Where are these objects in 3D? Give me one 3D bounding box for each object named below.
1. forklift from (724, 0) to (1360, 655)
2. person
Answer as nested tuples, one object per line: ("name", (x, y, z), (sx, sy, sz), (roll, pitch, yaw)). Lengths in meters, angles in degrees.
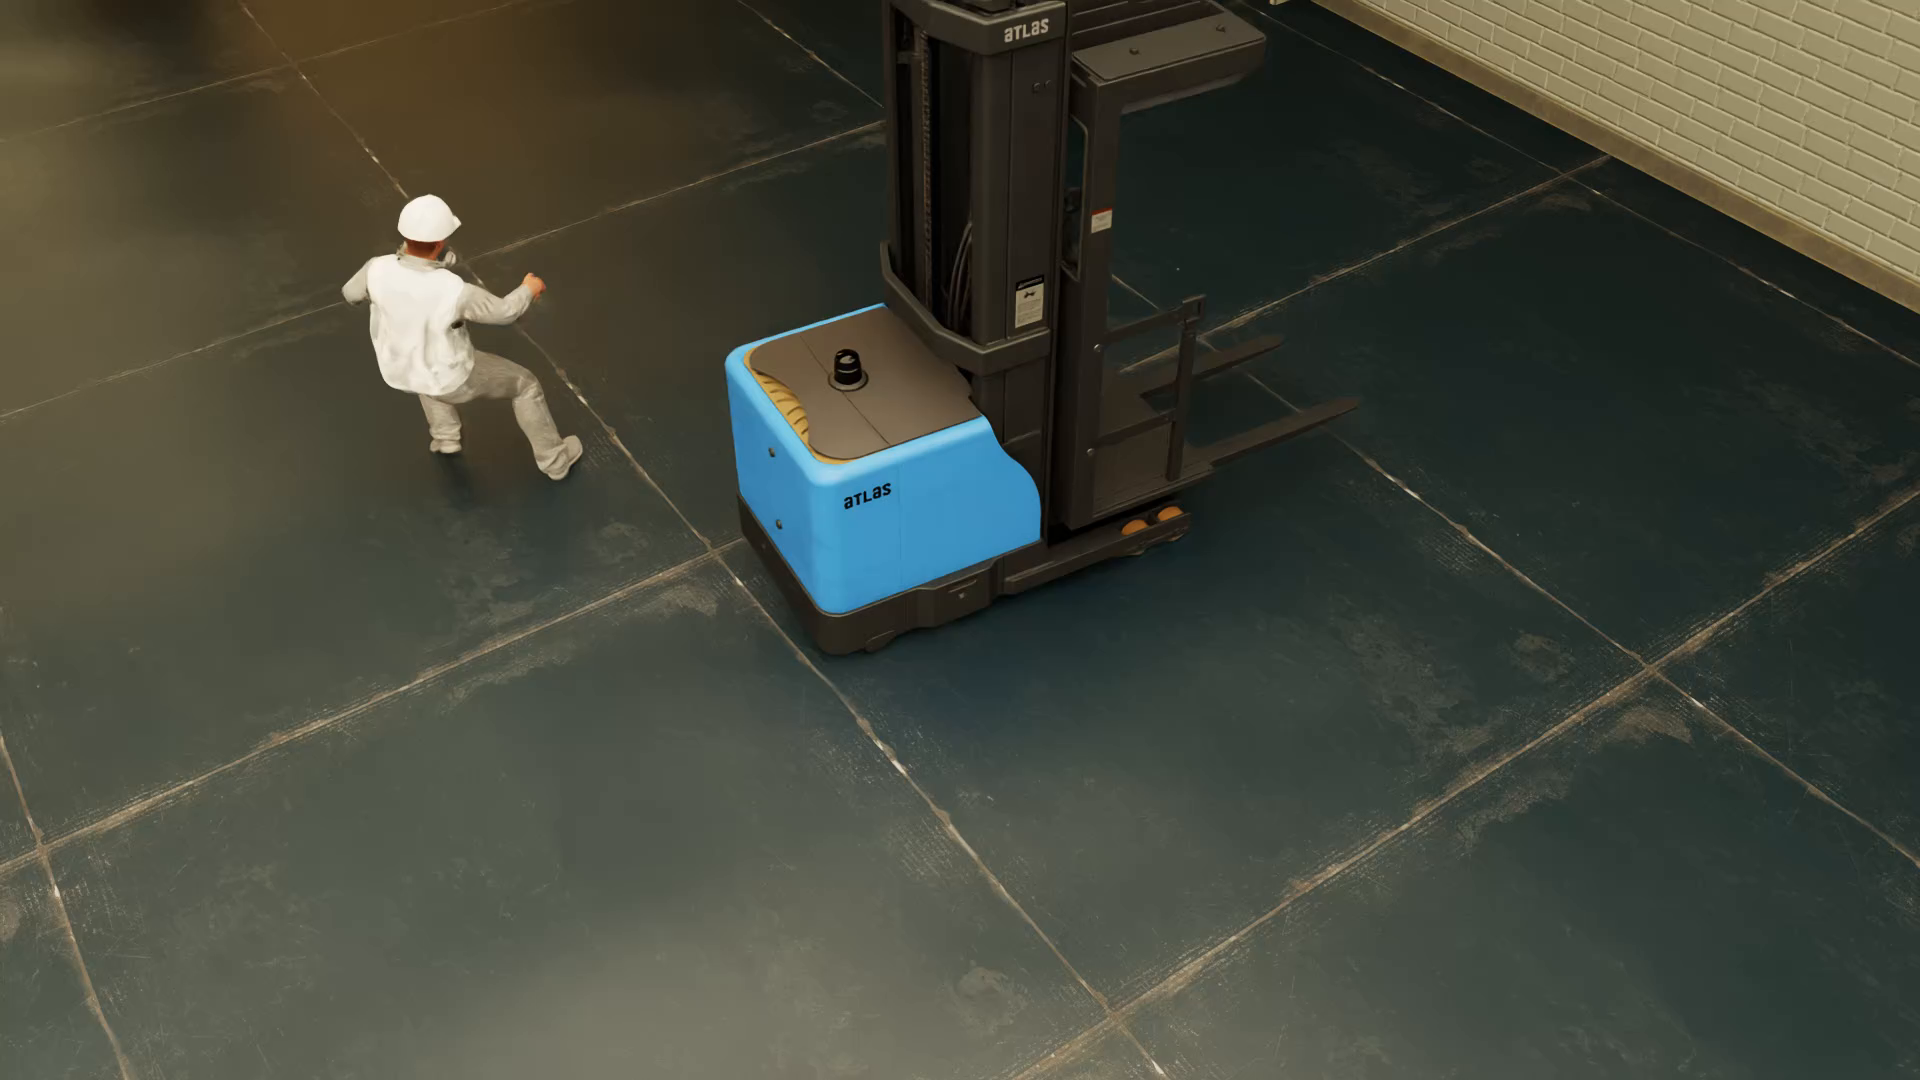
("forklift", (0.508, -1.303, 7.129), (3.031, 2.935, 1.130), (-20, 46, -21))
("person", (-2.356, -0.965, 7.751), (0.887, 1.596, 0.751), (8, 43, 9))
